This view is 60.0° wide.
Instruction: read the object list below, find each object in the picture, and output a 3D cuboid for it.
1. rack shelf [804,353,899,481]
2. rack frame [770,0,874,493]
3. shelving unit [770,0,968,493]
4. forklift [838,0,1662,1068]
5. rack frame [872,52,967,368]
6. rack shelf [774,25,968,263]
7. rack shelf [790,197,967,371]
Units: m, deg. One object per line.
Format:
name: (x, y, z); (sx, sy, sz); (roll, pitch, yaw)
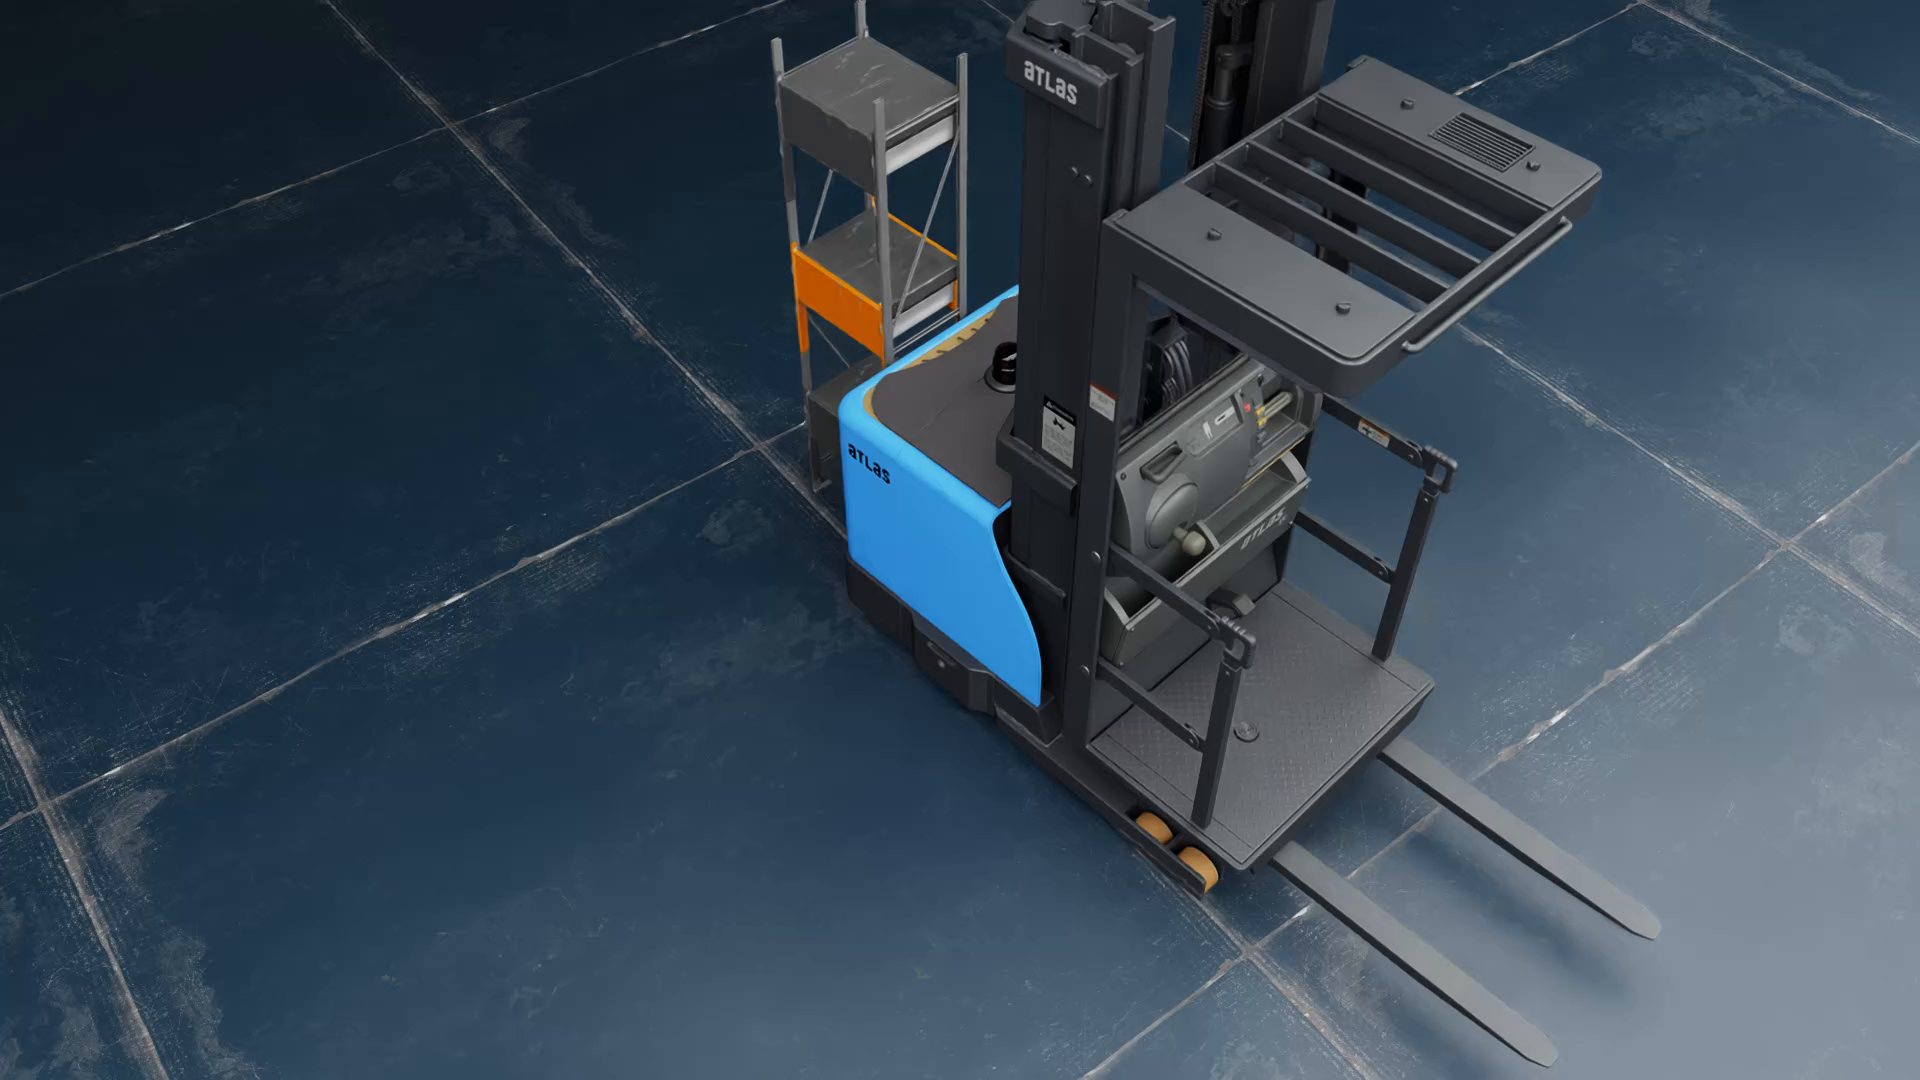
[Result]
rack shelf: (-0.295, -0.401, 6.658); (0.431, 0.518, 0.480); (-36, 57, -28)
rack frame: (-0.466, -1.009, 6.246); (0.400, 2.100, 0.015); (-36, 57, -28)
shelving unit: (-0.295, -0.880, 6.129); (0.431, 2.100, 0.503); (-36, 57, -28)
forklift: (0.951, -0.217, 4.968); (1.130, 2.935, 3.031); (-36, 57, -28)
rack frame: (-0.124, -0.751, 6.012); (0.400, 2.100, 0.015); (-36, 57, -28)
rack shelf: (-0.295, -1.341, 5.621); (0.431, 0.518, 0.480); (-36, 57, -28)
rack shelf: (-0.295, -0.871, 6.139); (0.431, 0.518, 0.480); (-36, 57, -28)
